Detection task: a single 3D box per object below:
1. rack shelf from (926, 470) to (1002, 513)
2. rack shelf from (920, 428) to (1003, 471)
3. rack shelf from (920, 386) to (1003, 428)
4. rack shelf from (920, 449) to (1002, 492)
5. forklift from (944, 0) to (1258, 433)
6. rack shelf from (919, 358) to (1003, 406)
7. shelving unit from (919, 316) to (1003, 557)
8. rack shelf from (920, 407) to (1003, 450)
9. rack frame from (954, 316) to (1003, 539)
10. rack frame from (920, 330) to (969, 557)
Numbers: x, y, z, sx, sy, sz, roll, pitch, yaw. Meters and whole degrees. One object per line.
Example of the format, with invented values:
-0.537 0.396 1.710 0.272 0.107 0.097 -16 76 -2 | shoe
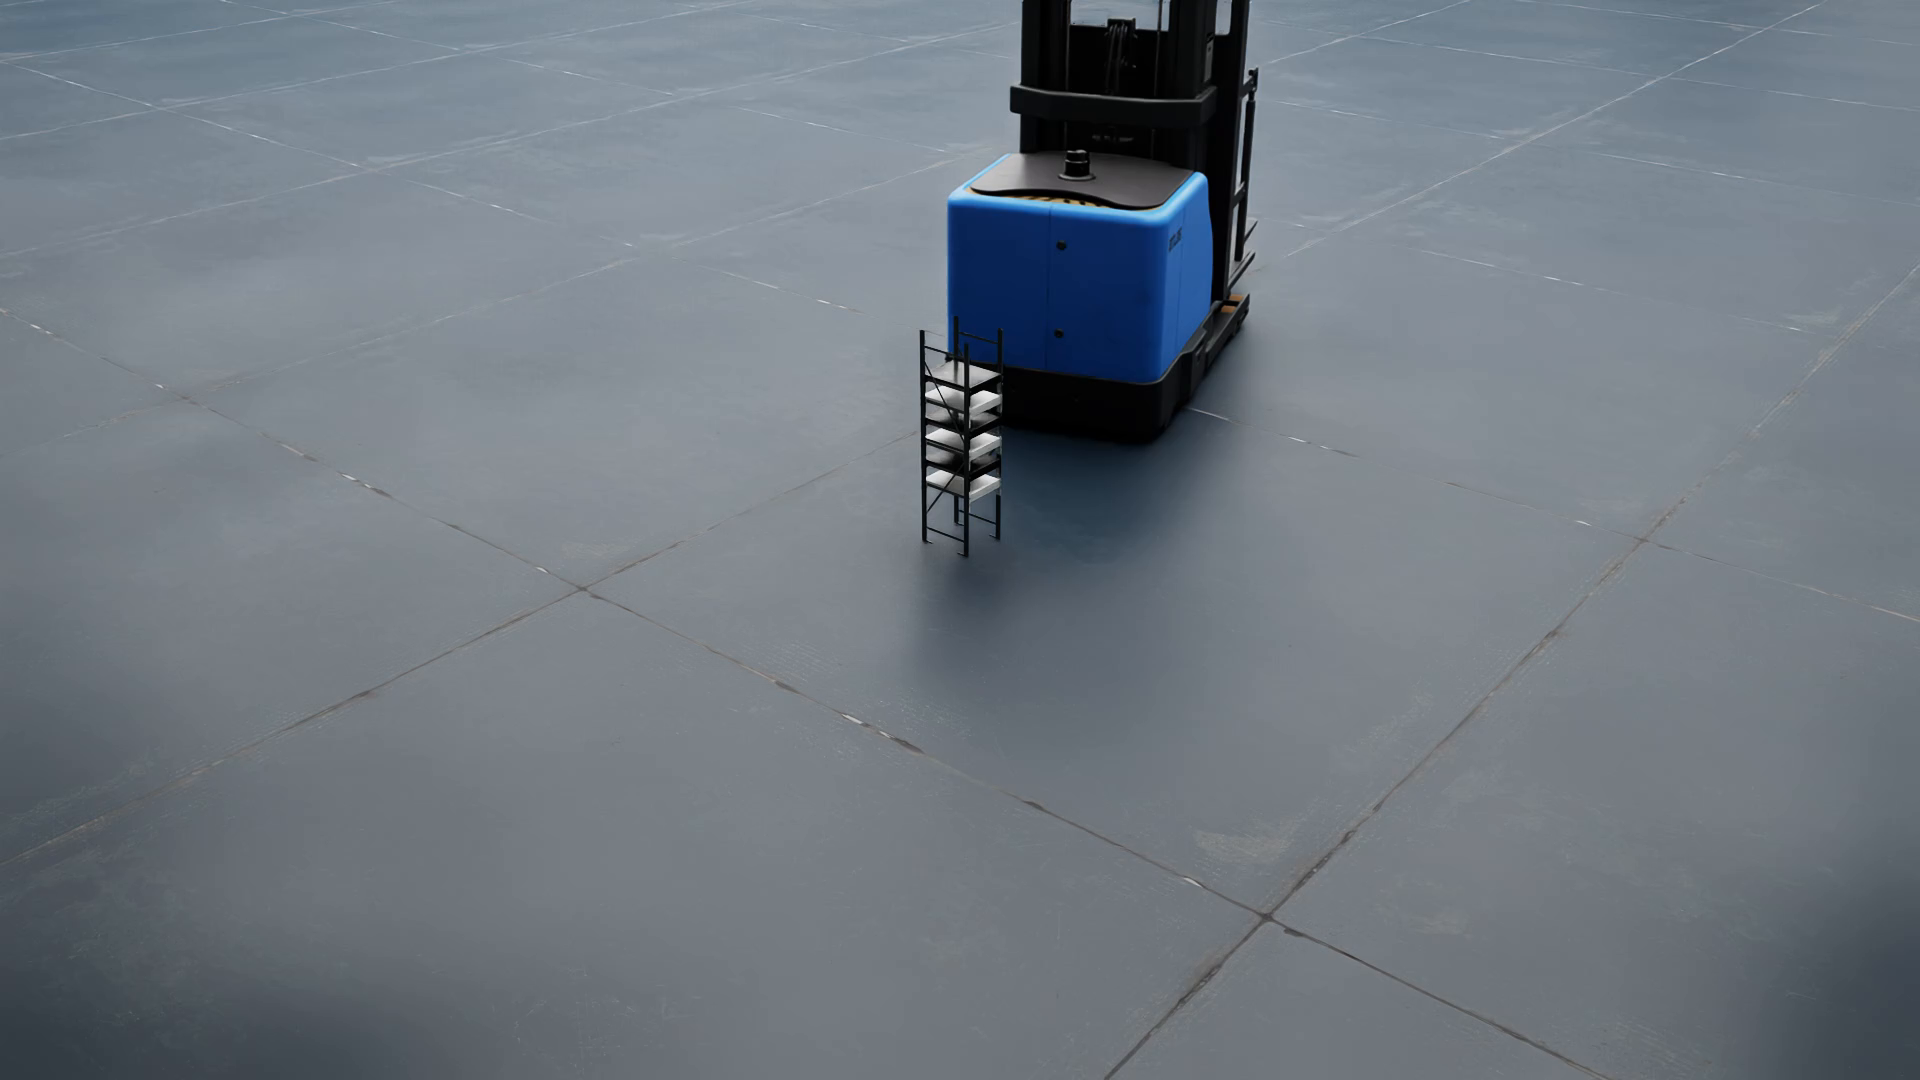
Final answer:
0.005 -0.213 6.647 0.258 0.077 0.200 21 34 34 | rack shelf
0.005 -0.373 6.564 0.258 0.077 0.200 21 34 34 | rack shelf
0.005 -0.533 6.481 0.258 0.077 0.200 21 34 34 | rack shelf
0.005 -0.293 6.605 0.258 0.077 0.200 21 34 34 | rack shelf
0.927 -2.441 8.279 1.130 2.935 3.031 10 29 18 | forklift
0.005 -0.613 6.440 0.258 0.077 0.200 21 34 34 | rack shelf
0.005 -0.403 6.549 0.258 0.900 0.210 21 34 34 | shelving unit
0.005 -0.453 6.523 0.258 0.077 0.200 21 34 34 | rack shelf
0.070 -0.439 6.618 0.240 0.900 0.006 21 34 34 | rack frame
-0.059 -0.367 6.479 0.240 0.900 0.006 21 34 34 | rack frame
